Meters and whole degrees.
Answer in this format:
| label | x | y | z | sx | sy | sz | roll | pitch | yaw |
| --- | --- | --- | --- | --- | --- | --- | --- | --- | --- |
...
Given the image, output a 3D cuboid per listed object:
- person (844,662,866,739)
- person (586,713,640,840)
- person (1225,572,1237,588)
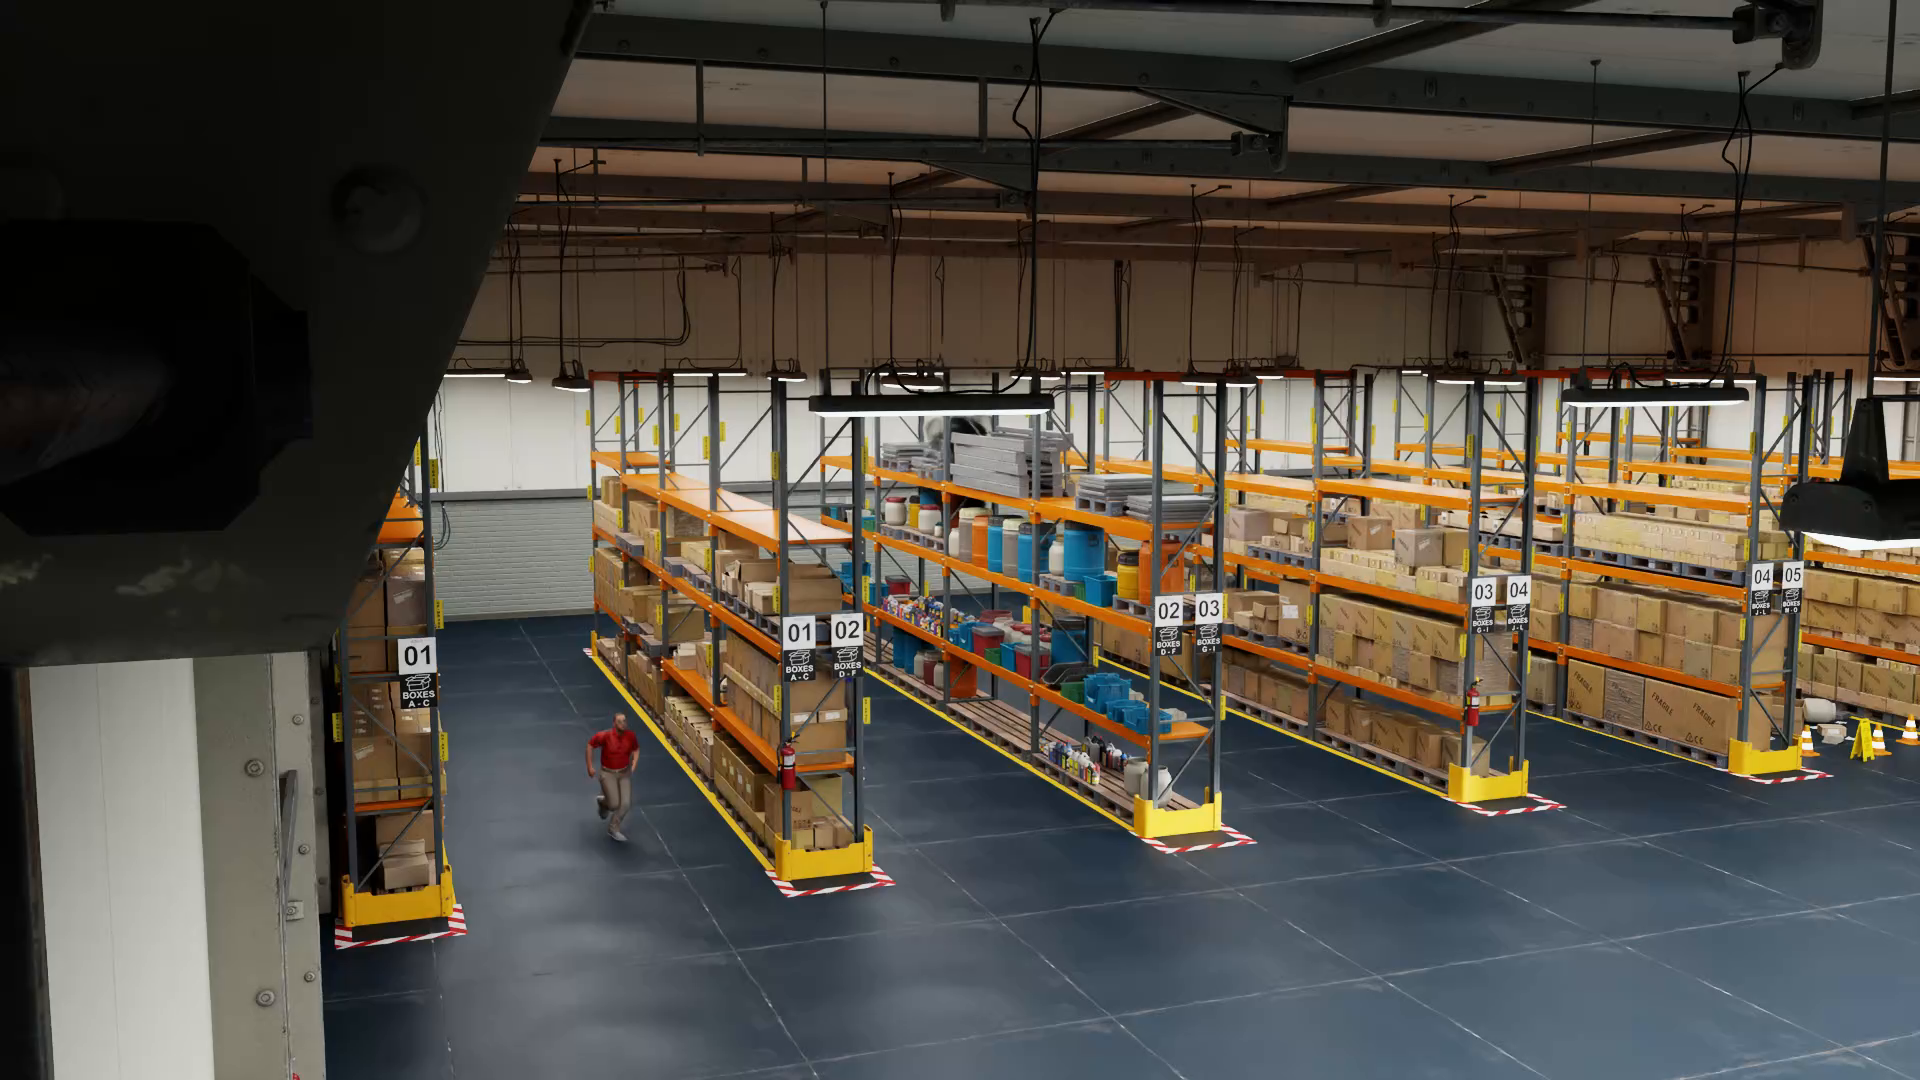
| label | x | y | z | sx | sy | sz | roll | pitch | yaw |
| --- | --- | --- | --- | --- | --- | --- | --- | --- | --- |
| person | -1.820 | 2.464 | 27.642 | 0.582 | 1.618 | 0.578 | -3 | 7 | -28 |
| person | -4.527 | 3.093 | 21.809 | 0.702 | 1.678 | 0.704 | -5 | 8 | -37 |
| person | 6.721 | 0.865 | 41.425 | 0.677 | 1.742 | 0.710 | 2 | 7 | 15 |
